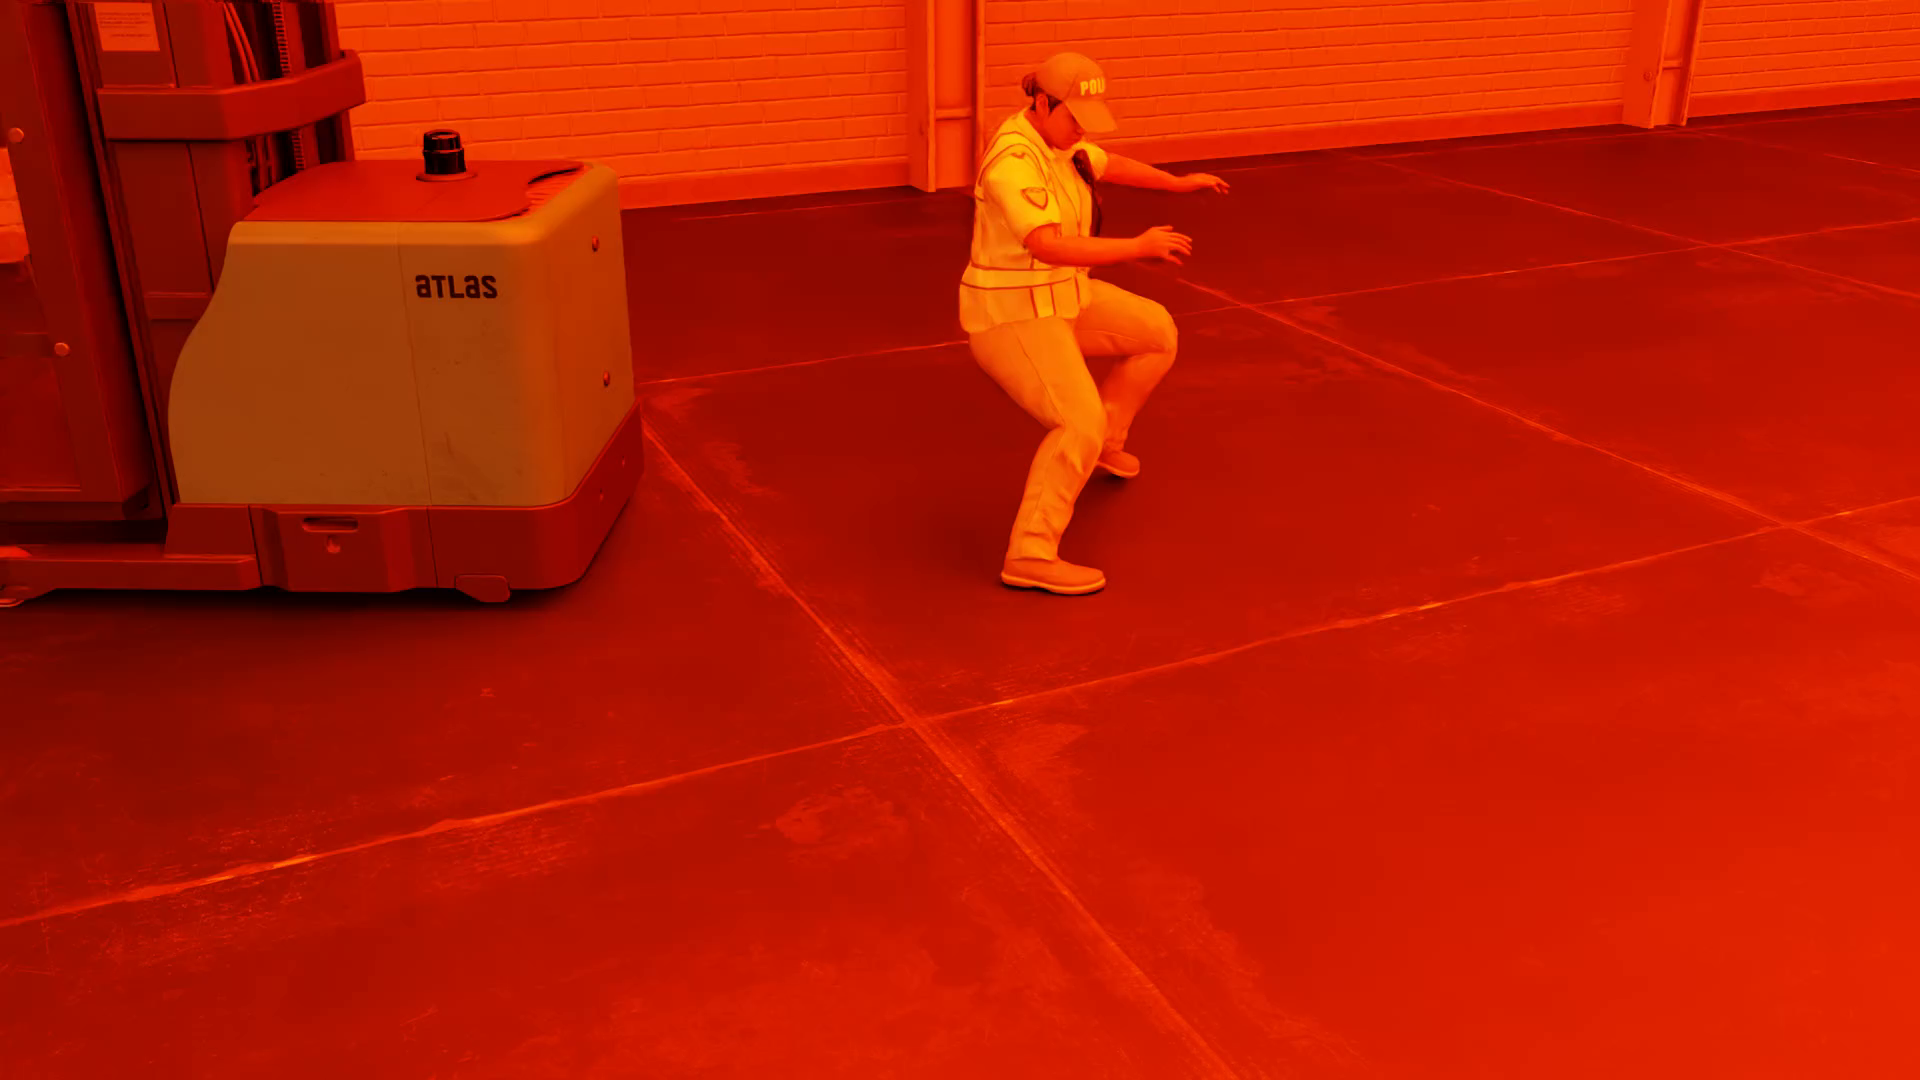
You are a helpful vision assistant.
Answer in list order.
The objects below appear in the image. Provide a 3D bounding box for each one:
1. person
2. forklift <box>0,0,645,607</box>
[{"bbox_3d":[0.373,-0.699,4.918,0.729,1.437,1.027,11,25,25],"label":"person"},{"bbox_3d":[-2.563,-1.367,4.577,3.031,2.935,1.130,1,23,2],"label":"forklift"}]
